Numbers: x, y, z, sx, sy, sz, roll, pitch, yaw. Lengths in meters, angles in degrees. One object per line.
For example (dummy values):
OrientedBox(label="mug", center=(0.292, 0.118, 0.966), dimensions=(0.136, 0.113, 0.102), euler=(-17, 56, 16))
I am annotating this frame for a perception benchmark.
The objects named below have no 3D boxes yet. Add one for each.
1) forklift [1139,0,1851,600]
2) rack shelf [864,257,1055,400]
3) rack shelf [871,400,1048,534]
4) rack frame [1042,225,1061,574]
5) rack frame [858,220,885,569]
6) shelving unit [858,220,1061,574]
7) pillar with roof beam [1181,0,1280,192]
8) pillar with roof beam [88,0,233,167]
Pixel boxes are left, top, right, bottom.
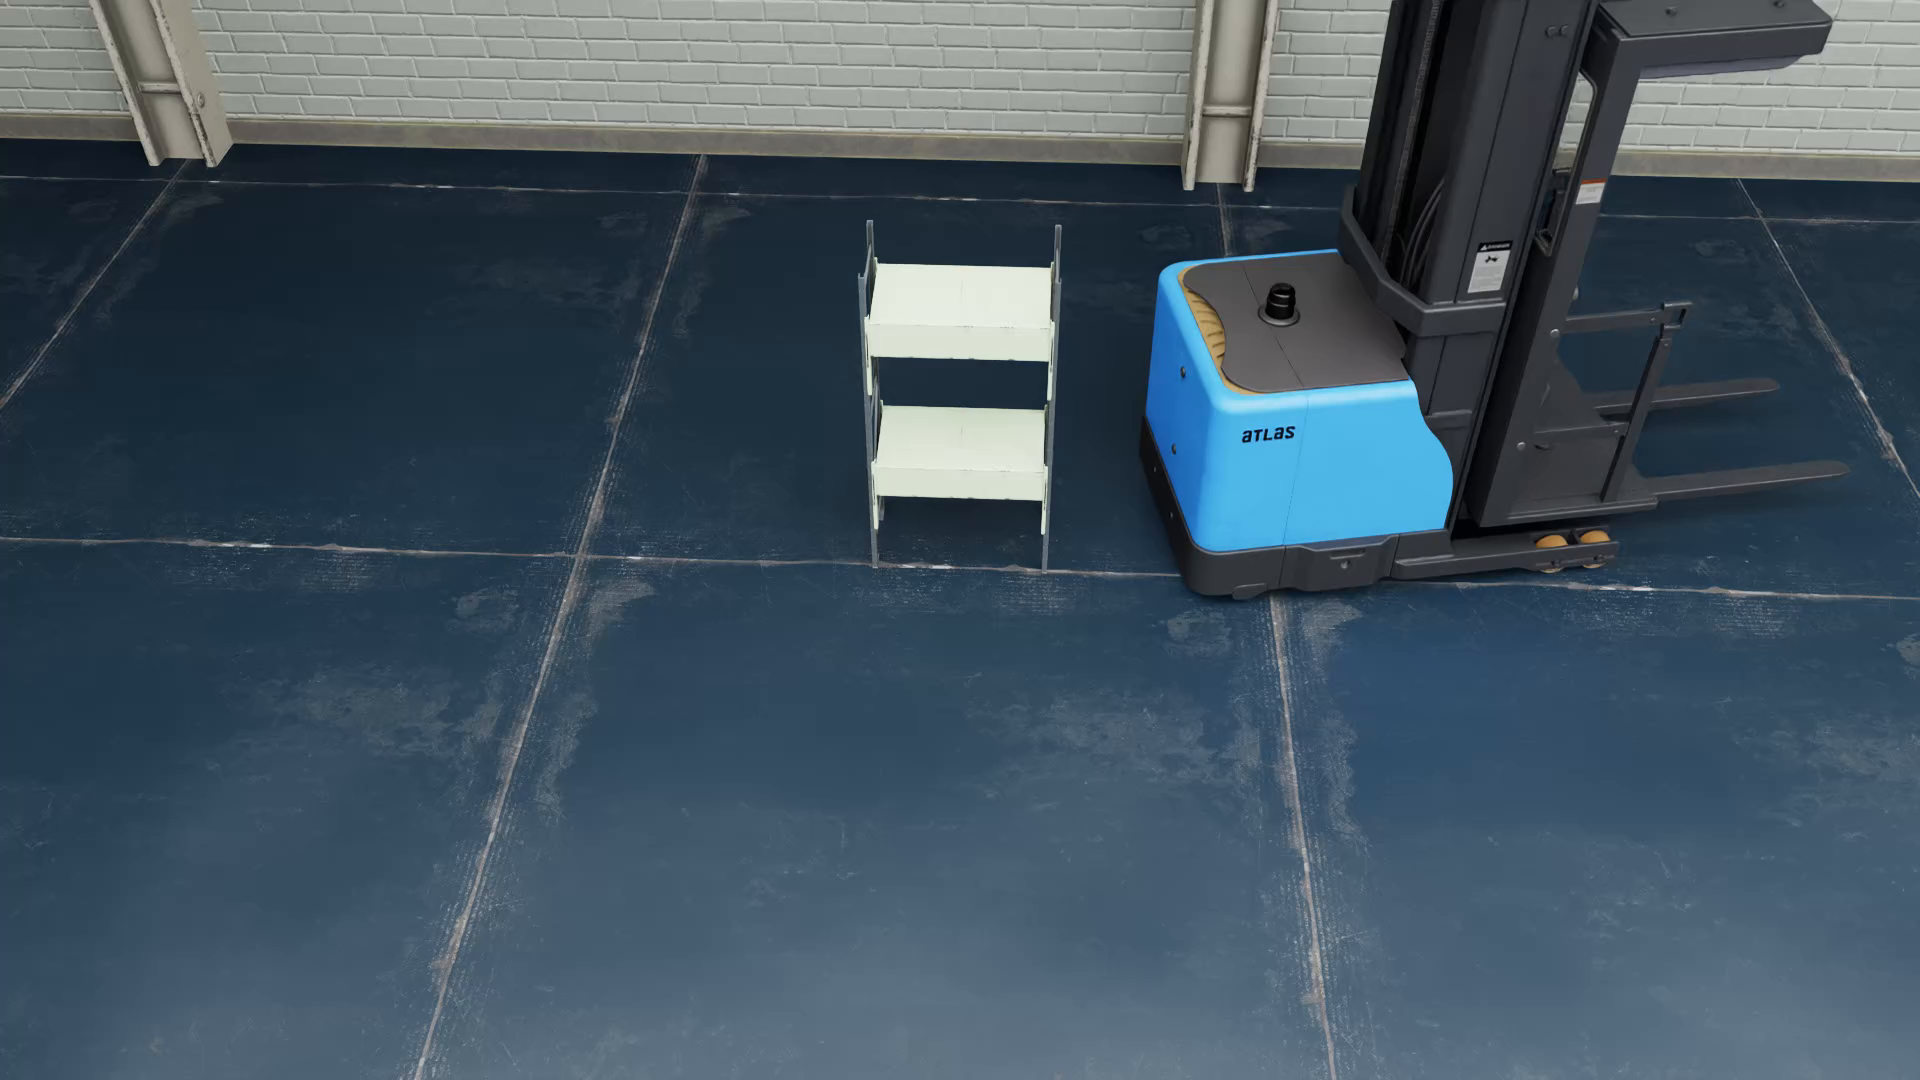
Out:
OrientedBox(label="forklift", center=(2.386, -1.283, 6.563), dimensions=(3.031, 2.935, 1.130), euler=(-6, 43, -6))
OrientedBox(label="rack shelf", center=(0.007, -0.834, 6.558), dimensions=(0.720, 0.370, 0.431), euler=(2, 43, 2))
OrientedBox(label="rack shelf", center=(0.007, -0.310, 7.046), dimensions=(0.720, 0.370, 0.431), euler=(2, 43, 2))
OrientedBox(label="rack frame", center=(0.372, -0.537, 6.812), dimensions=(0.023, 1.500, 0.400), euler=(2, 43, 2))
OrientedBox(label="rack frame", center=(-0.359, -0.560, 6.836), dimensions=(0.023, 1.500, 0.400), euler=(2, 43, 2))
OrientedBox(label="shelving unit", center=(0.007, -0.549, 6.824), dimensions=(0.755, 1.500, 0.431), euler=(2, 43, 2))
OrientedBox(label="pillar with roof beam", center=(1.285, -2.456, 3.369), dimensions=(0.400, 9.000, 9.100), euler=(2, 43, 2))
OrientedBox(label="pillar with roof beam", center=(-4.709, -2.640, 3.567), dimensions=(0.400, 9.000, 9.100), euler=(2, 43, 2))
